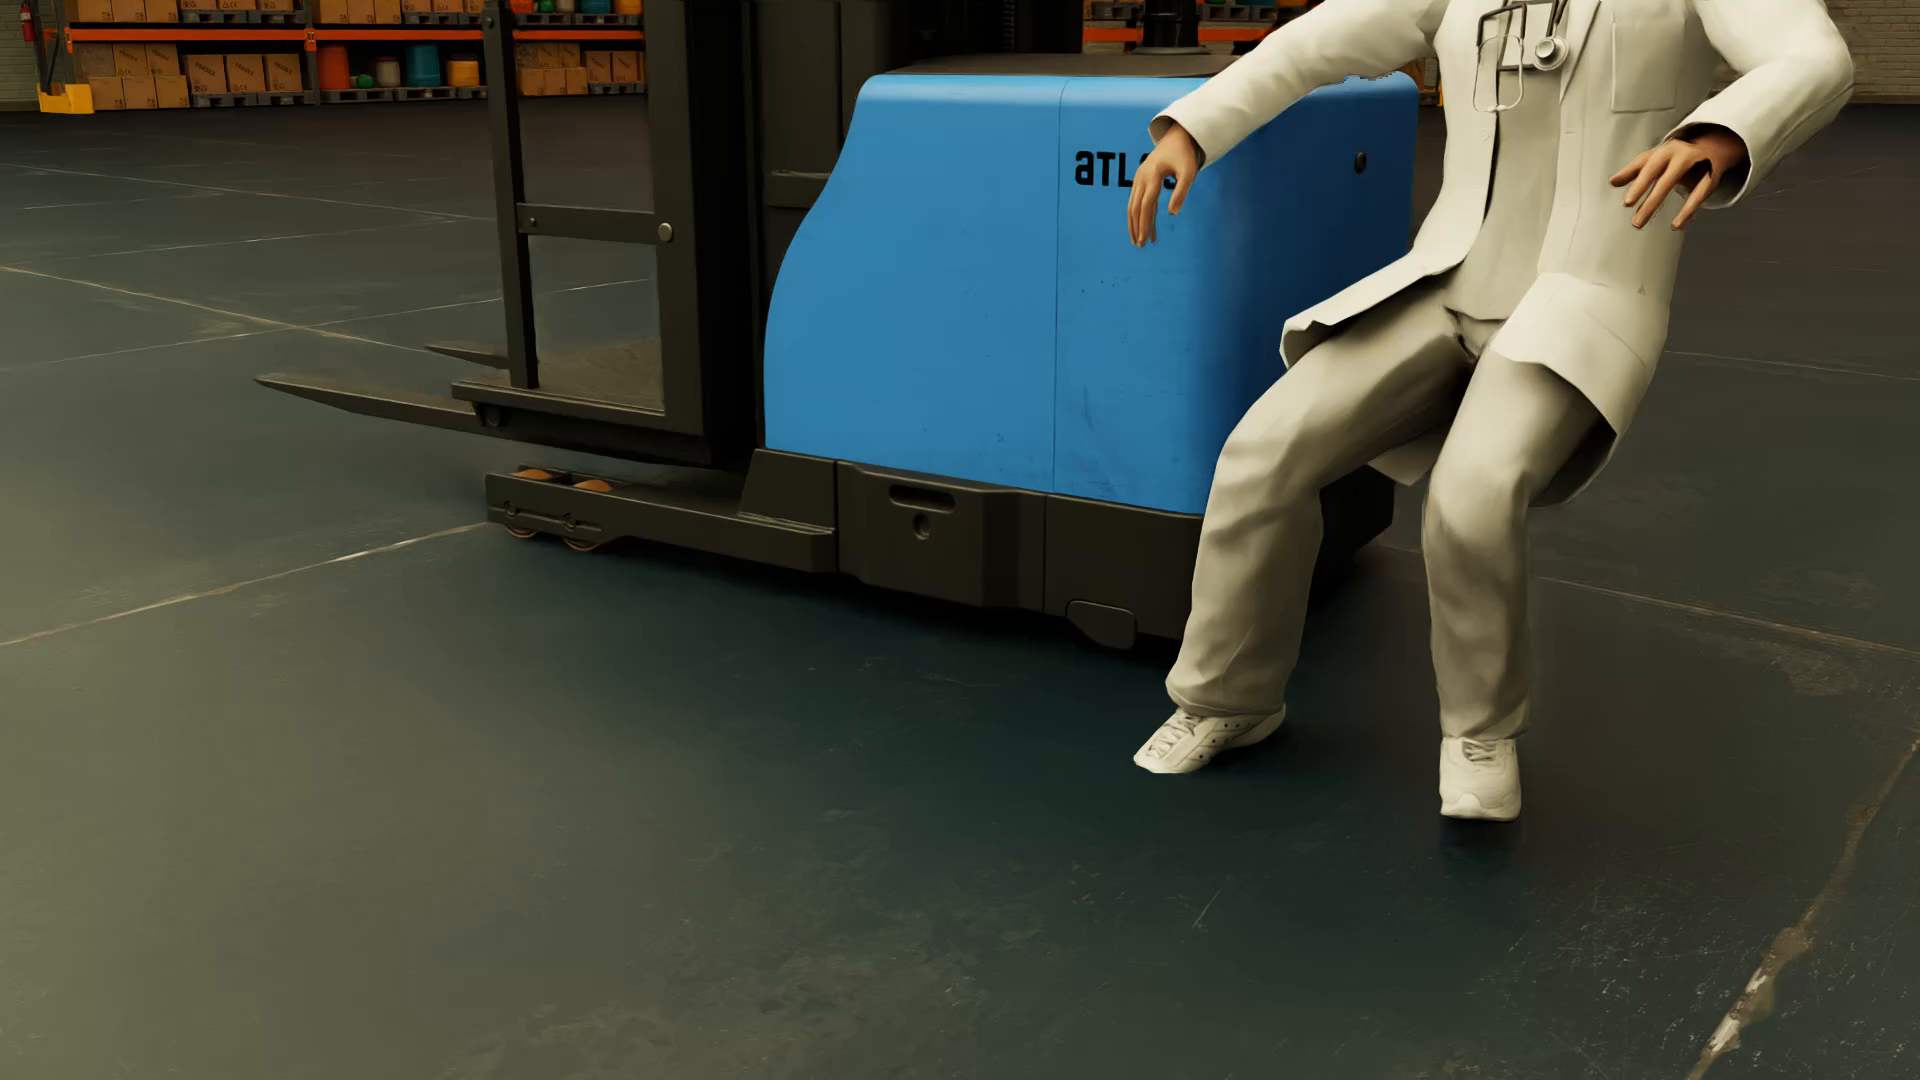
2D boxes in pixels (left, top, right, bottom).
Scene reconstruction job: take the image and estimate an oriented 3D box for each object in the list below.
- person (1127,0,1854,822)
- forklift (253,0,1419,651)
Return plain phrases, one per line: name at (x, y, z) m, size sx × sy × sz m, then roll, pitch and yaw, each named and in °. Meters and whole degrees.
person at (0.739, -0.348, 2.517) m, size 0.990 × 1.633 × 0.730 m, roll 14°, pitch 22°, yaw 39°
forklift at (-0.526, -1.494, 3.817) m, size 3.031 × 2.935 × 1.130 m, roll 10°, pitch 20°, yaw 30°
